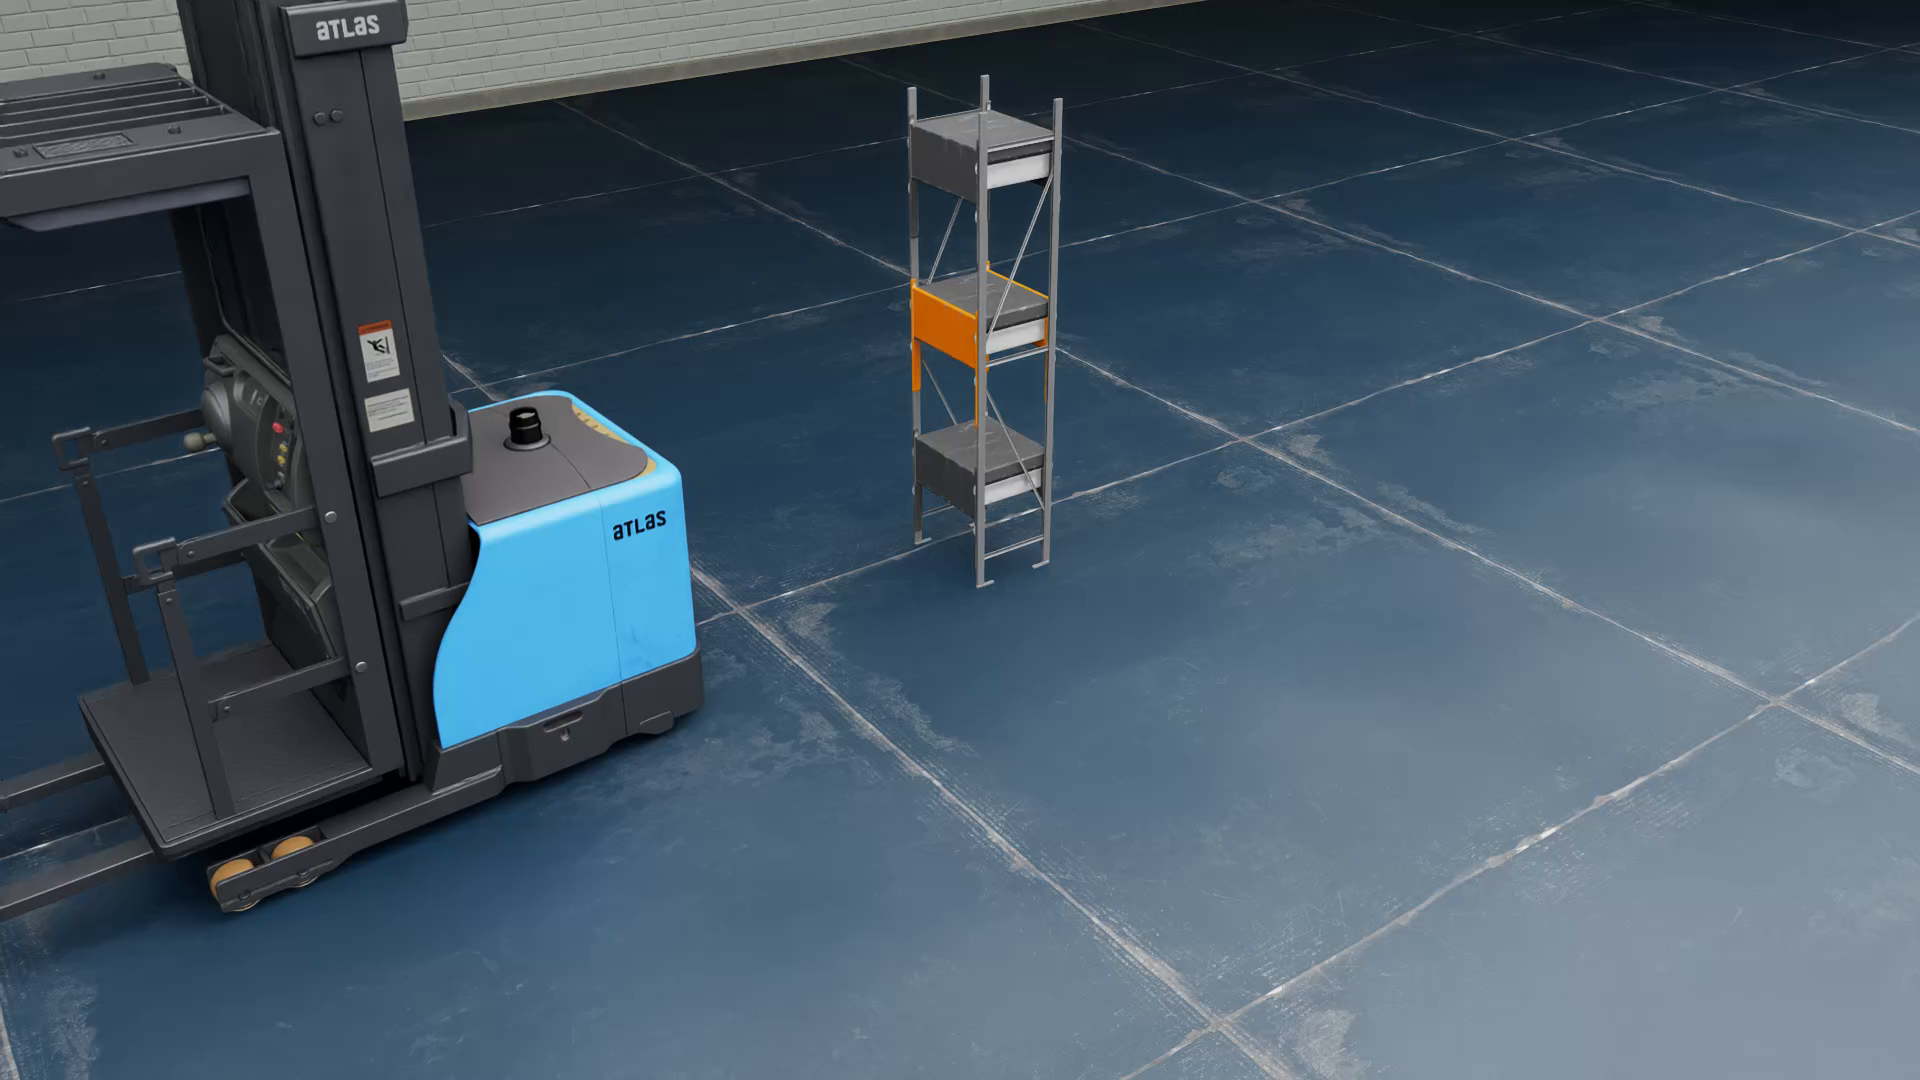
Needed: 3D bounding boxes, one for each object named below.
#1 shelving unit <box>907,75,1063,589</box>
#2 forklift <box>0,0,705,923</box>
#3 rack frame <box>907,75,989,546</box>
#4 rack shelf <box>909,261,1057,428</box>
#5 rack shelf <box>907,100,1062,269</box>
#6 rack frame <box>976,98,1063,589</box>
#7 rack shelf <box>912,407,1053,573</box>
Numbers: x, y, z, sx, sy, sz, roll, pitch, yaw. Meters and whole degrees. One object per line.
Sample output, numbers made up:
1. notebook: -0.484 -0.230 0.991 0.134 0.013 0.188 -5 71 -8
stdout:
1. shelving unit: 0.096 -0.858 7.130 0.431 2.100 0.503 -19 34 -31
2. forklift: -2.465 -0.348 5.320 3.031 2.935 1.130 -20 35 -33
3. rack frame: -0.046 -0.953 7.305 0.400 2.100 0.015 -19 34 -31
4. rack shelf: 0.096 -0.846 7.137 0.431 0.518 0.480 -19 34 -31
5. rack shelf: 0.096 -1.461 6.803 0.431 0.518 0.480 -19 34 -31
6. rack frame: 0.238 -0.763 6.956 0.400 2.100 0.015 -19 34 -31
7. rack shelf: 0.096 -0.231 7.471 0.431 0.518 0.480 -19 34 -31
